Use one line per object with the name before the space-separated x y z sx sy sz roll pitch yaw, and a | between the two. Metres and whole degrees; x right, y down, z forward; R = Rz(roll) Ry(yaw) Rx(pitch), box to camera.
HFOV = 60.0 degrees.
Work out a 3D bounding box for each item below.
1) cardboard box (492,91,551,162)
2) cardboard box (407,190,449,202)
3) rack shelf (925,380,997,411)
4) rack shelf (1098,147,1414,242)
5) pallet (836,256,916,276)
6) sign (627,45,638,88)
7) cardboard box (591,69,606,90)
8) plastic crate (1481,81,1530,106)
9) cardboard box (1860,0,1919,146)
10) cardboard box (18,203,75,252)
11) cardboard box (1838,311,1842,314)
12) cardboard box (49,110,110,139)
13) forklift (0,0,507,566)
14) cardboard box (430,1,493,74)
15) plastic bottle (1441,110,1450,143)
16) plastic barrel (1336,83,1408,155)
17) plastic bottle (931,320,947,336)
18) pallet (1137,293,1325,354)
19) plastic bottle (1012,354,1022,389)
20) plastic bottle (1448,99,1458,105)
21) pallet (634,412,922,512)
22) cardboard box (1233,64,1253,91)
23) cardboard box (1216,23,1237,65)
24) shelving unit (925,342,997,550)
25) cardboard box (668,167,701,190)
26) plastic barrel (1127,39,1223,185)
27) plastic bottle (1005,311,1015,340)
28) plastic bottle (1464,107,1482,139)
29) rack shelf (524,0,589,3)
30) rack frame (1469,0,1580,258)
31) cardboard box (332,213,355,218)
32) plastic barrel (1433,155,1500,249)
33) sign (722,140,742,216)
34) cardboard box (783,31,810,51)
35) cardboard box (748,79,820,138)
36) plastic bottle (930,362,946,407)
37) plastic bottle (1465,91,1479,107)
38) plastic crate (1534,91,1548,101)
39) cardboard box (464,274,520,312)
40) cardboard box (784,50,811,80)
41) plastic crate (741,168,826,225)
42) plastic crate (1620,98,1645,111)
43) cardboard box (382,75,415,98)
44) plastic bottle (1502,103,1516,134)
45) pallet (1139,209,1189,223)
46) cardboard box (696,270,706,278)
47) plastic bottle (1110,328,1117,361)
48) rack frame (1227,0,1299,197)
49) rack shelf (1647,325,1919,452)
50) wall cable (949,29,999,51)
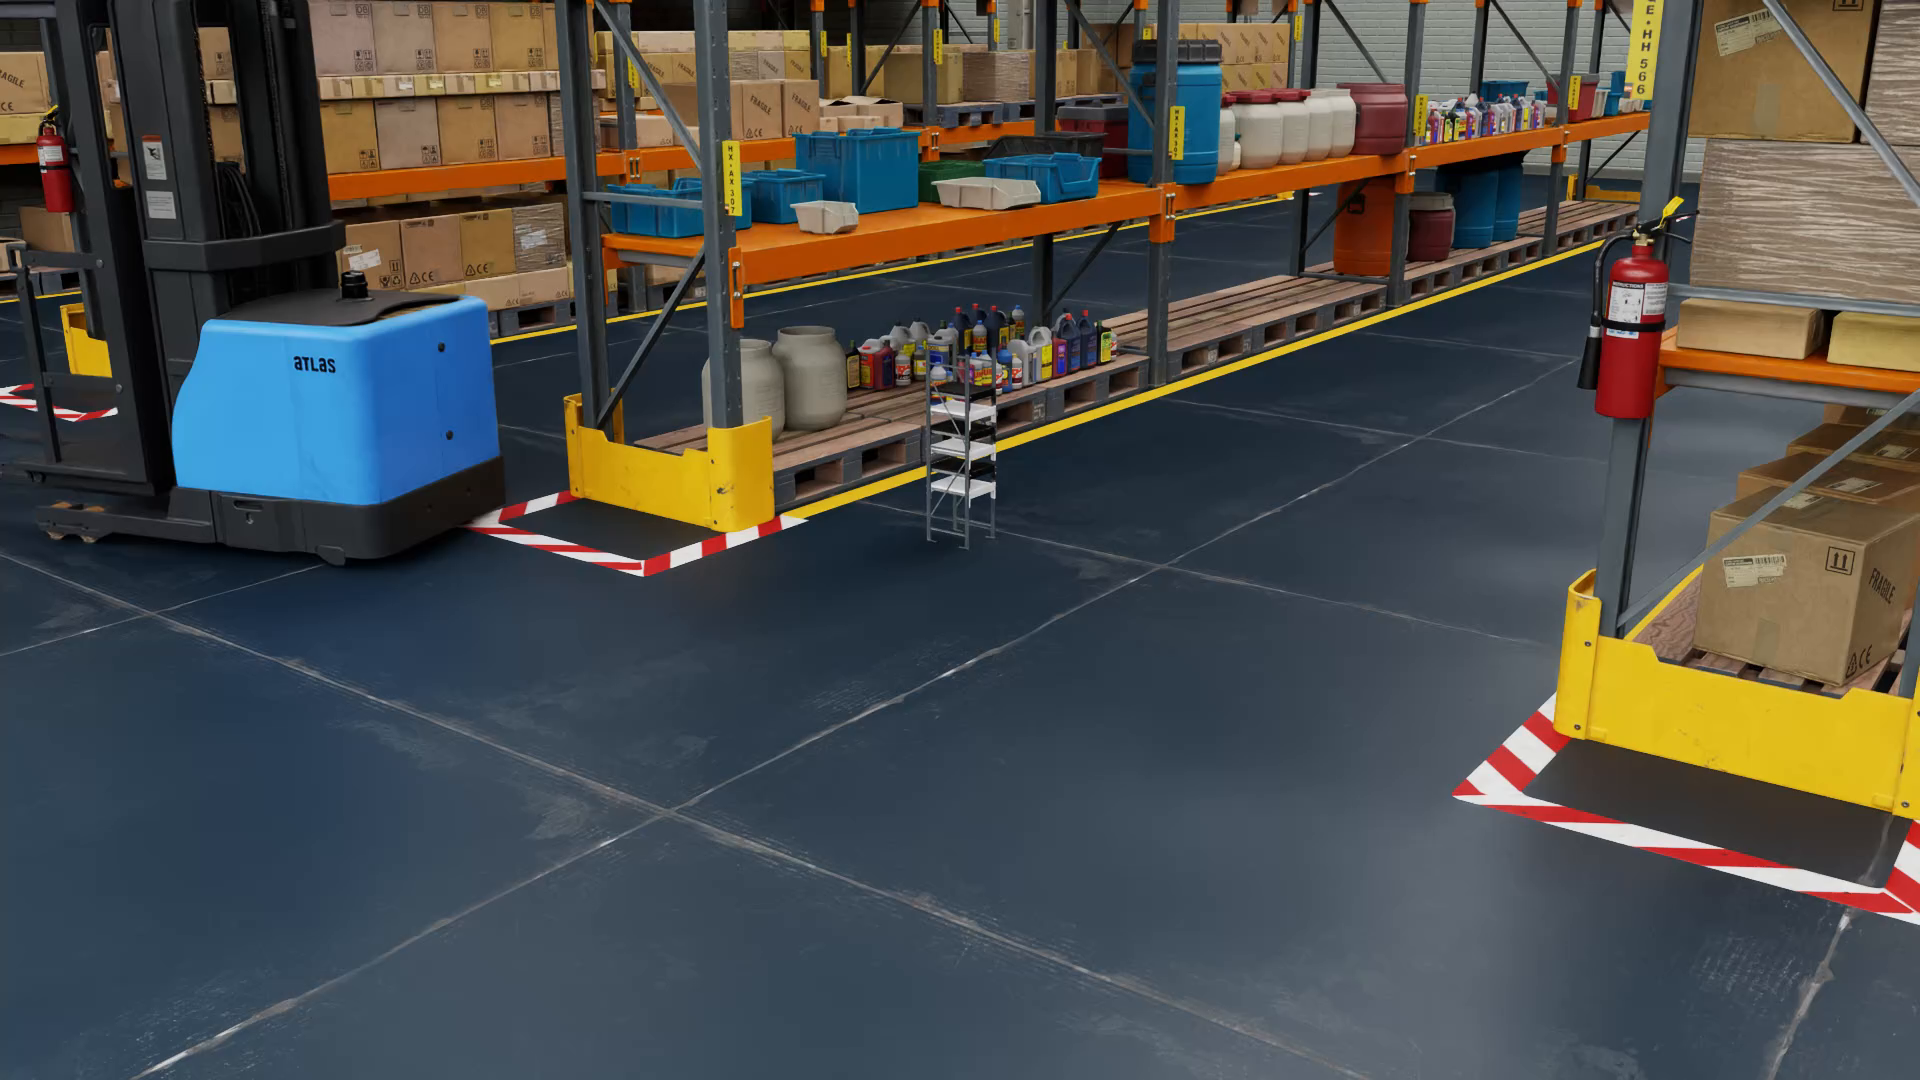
cardboard box | -3.615 -3.221 12.889 0.700 0.500 0.500 12 21 34
cardboard box | -5.998 -3.722 18.145 0.700 0.500 0.500 13 21 35
rack shelf | 0.005 -0.658 7.546 0.258 0.077 0.200 12 21 35
rack shelf | 2.121 -2.663 12.476 1.077 0.370 4.000 12 21 35
pallet | -1.185 -2.839 16.529 1.003 0.211 1.213 12 21 35
sign | -2.600 -3.760 13.202 0.100 0.325 0.005 12 21 35
cardboard box | -3.036 -3.662 13.215 0.380 0.149 0.250 12 21 35
plastic crate | 5.700 -4.629 17.516 0.392 0.384 0.575 12 21 35
cardboard box | 3.070 -1.453 5.008 0.500 0.500 0.500 12 21 35
cardboard box | -8.109 -2.795 15.161 0.700 0.500 0.500 11 20 31
cardboard box | 2.946 -0.872 5.917 0.380 0.149 0.250 12 21 35
cardboard box | -7.955 -3.693 14.797 0.500 0.250 0.500 13 21 35
forklift | -3.779 -1.530 7.729 3.031 2.935 1.130 6 18 18
cardboard box | -3.905 -3.728 12.333 0.700 0.500 0.500 12 21 35
plastic bottle | 4.222 -3.608 14.500 0.061 0.283 0.133 12 21 35
plastic barrel | 3.280 -3.384 13.354 0.600 0.536 0.708 12 21 35
plastic bottle | -0.129 -1.248 10.542 0.061 0.283 0.133 14 22 37
pallet | 2.093 -1.685 12.813 1.003 0.211 1.213 12 21 35
plastic bottle | 0.322 -1.006 9.903 0.097 0.201 0.097 0 17 0
plastic bottle | 4.896 -4.247 16.570 0.152 0.276 0.135 12 21 35
pallet | -0.958 -0.465 8.886 1.003 0.211 1.213 12 21 35
cardboard box | 3.447 -5.916 21.567 0.500 0.500 0.500 13 21 35
cardboard box | 3.148 -6.268 21.017 0.500 0.500 0.500 13 22 36
shelving unit | 0.005 -0.432 7.617 0.258 0.900 0.210 12 21 35
cardboard box | -3.573 -4.767 20.954 0.750 0.750 0.750 12 21 34
plastic barrel | 1.403 -2.808 10.884 0.600 0.901 0.708 12 21 35
plastic bottle | 0.303 -1.345 10.854 0.061 0.283 0.133 12 21 35
plastic bottle | 4.656 -3.800 15.133 0.152 0.276 0.135 12 21 35
rack shelf | -5.835 -5.847 17.668 1.077 0.370 4.000 12 21 35
rack frame | 5.696 -4.436 16.971 1.000 3.000 0.127 12 21 35
cardboard box | -4.765 -2.121 12.179 0.500 0.500 0.500 12 21 35
plastic barrel | 4.936 -3.339 16.269 0.600 0.901 0.708 12 21 35
sign | -1.015 -1.612 7.410 0.100 0.325 0.005 12 21 35
cardboard box | -2.333 -6.588 21.931 0.500 0.250 0.500 13 22 36
cardboard box | -1.650 -4.005 15.413 0.500 0.500 0.500 11 20 32
plastic bottle | -0.123 -0.862 9.320 0.097 0.271 0.097 0 17 0
plastic bottle | 5.202 -4.376 16.862 0.144 0.351 0.185 12 21 35
plastic crate | 6.705 -4.952 18.813 0.416 0.233 0.300 12 21 35
cardboard box | -3.739 -1.906 12.752 0.500 0.250 0.500 12 21 35
cardboard box | -2.333 -6.232 22.049 0.500 0.500 0.500 12 21 34
plastic crate | -1.005 -1.833 8.838 0.499 0.251 0.408 12 21 35
plastic crate | 7.739 -5.065 19.340 0.396 0.136 0.243 12 21 35
cardboard box | -4.107 -3.233 11.834 0.380 0.149 0.250 13 21 35
plastic bottle | 5.203 -4.019 15.836 0.152 0.276 0.135 12 21 35
pallet | 2.130 -4.144 20.732 1.003 0.211 1.213 12 21 35
cardboard box | -2.302 -2.468 14.562 0.500 0.250 0.500 13 22 36
plastic bottle | 0.963 -1.263 10.729 0.097 0.201 0.097 0 17 0
rack frame | 4.104 -6.265 22.860 1.000 3.000 0.127 12 21 35
rack shelf | 3.715 -0.835 6.589 1.077 0.370 4.000 12 21 35
wall cable | 0.126 -8.097 27.046 0.084 1.984 1.851 12 21 35
